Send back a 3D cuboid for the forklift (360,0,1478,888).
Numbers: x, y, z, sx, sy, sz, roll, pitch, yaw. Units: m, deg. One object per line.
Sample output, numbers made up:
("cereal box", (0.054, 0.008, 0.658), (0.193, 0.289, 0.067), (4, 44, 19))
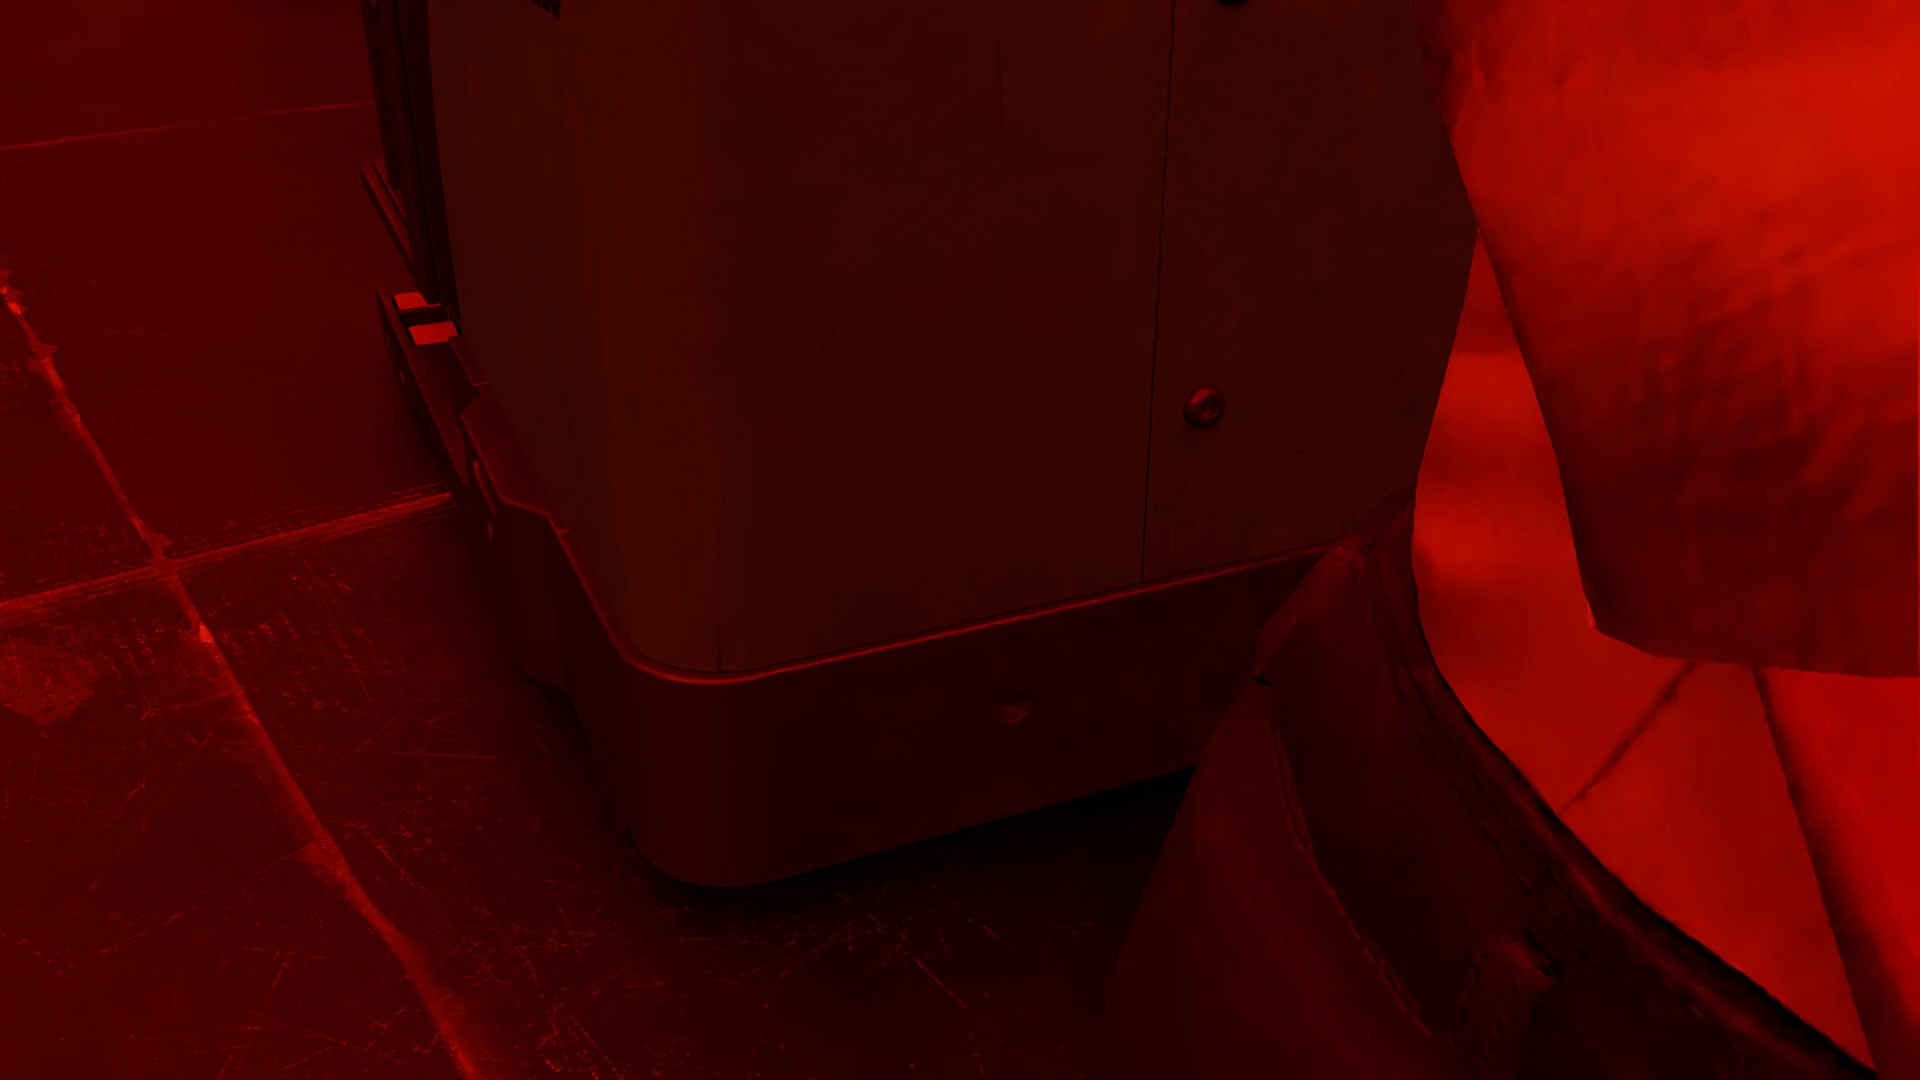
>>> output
("forklift", (-0.432, -1.600, 2.420), (1.130, 2.935, 3.031), (-11, 29, -22))
